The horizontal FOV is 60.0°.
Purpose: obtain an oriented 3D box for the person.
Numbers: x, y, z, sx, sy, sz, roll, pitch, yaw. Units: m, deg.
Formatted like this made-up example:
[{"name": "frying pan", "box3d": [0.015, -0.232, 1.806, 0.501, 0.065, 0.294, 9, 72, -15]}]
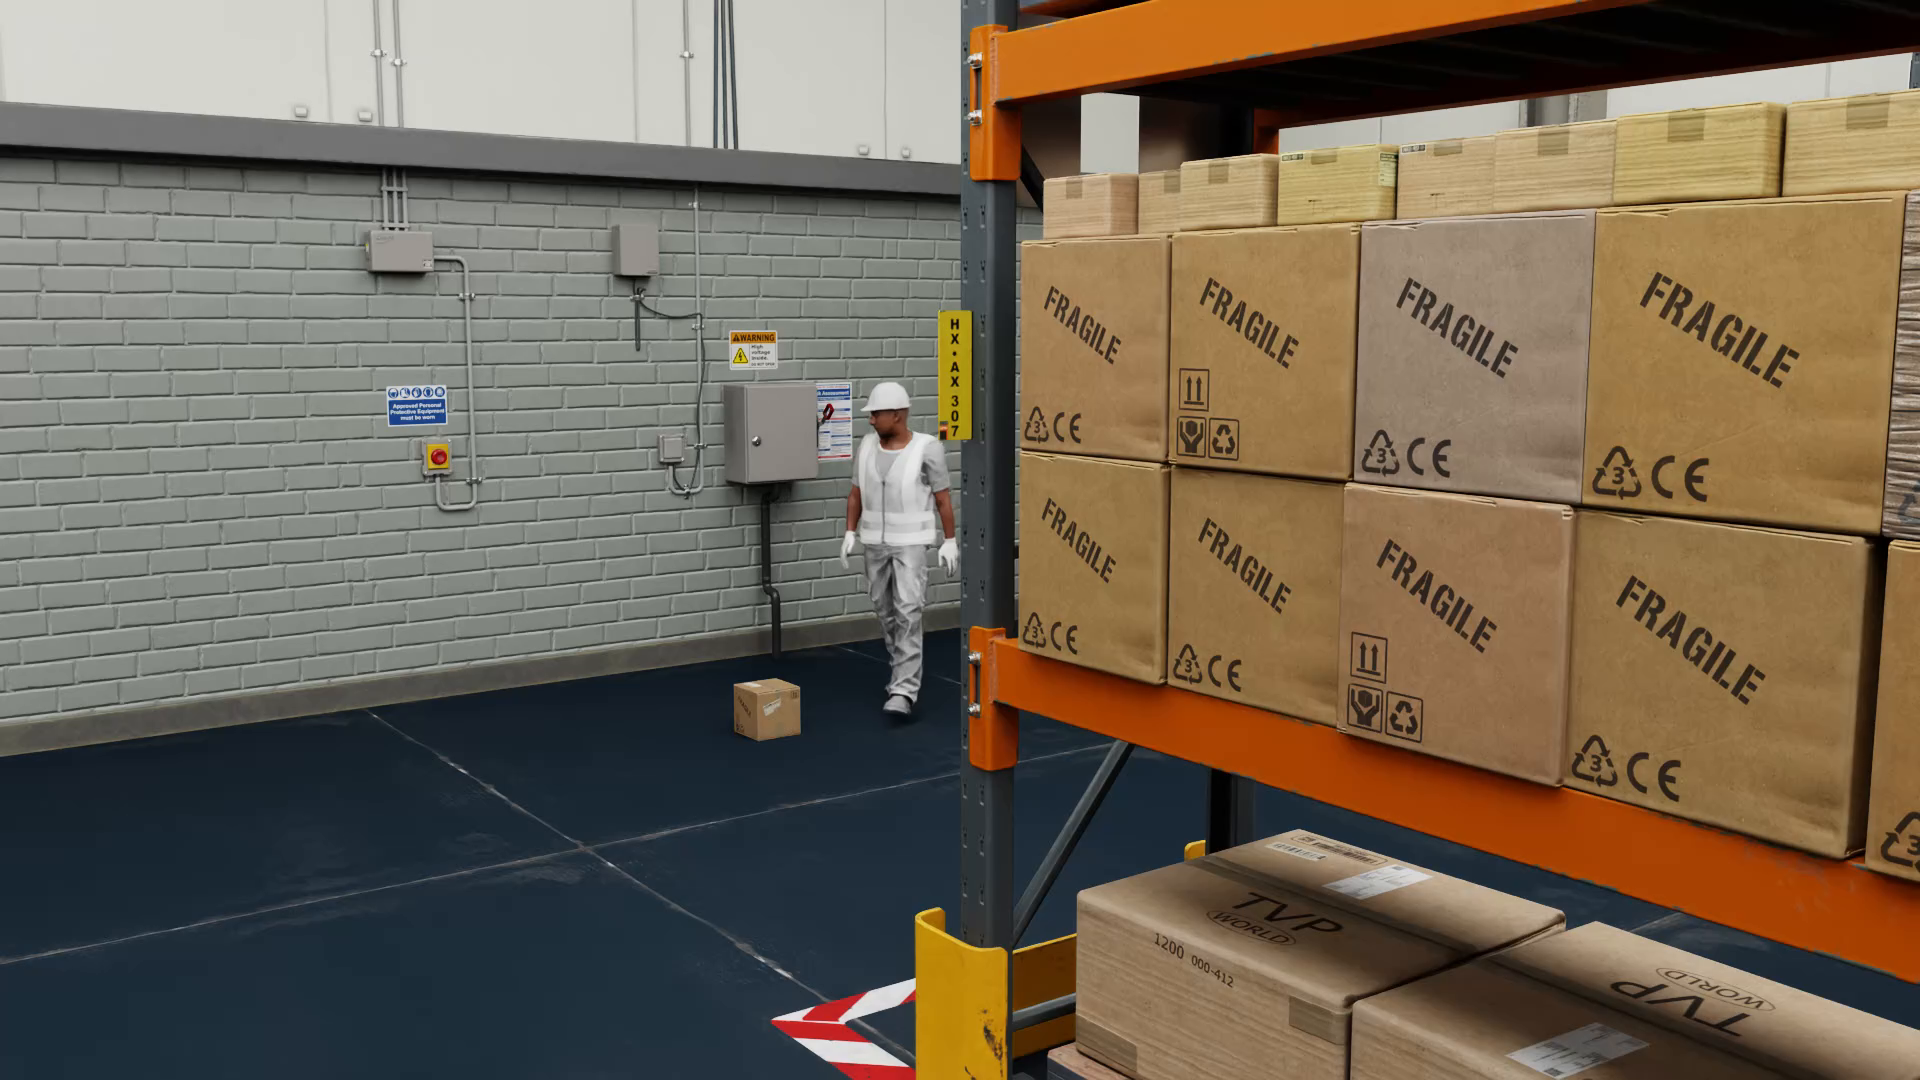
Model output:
[{"name": "person", "box3d": [-0.373, 0.031, 8.928, 0.586, 1.750, 0.892, 4, 9, 27]}]
